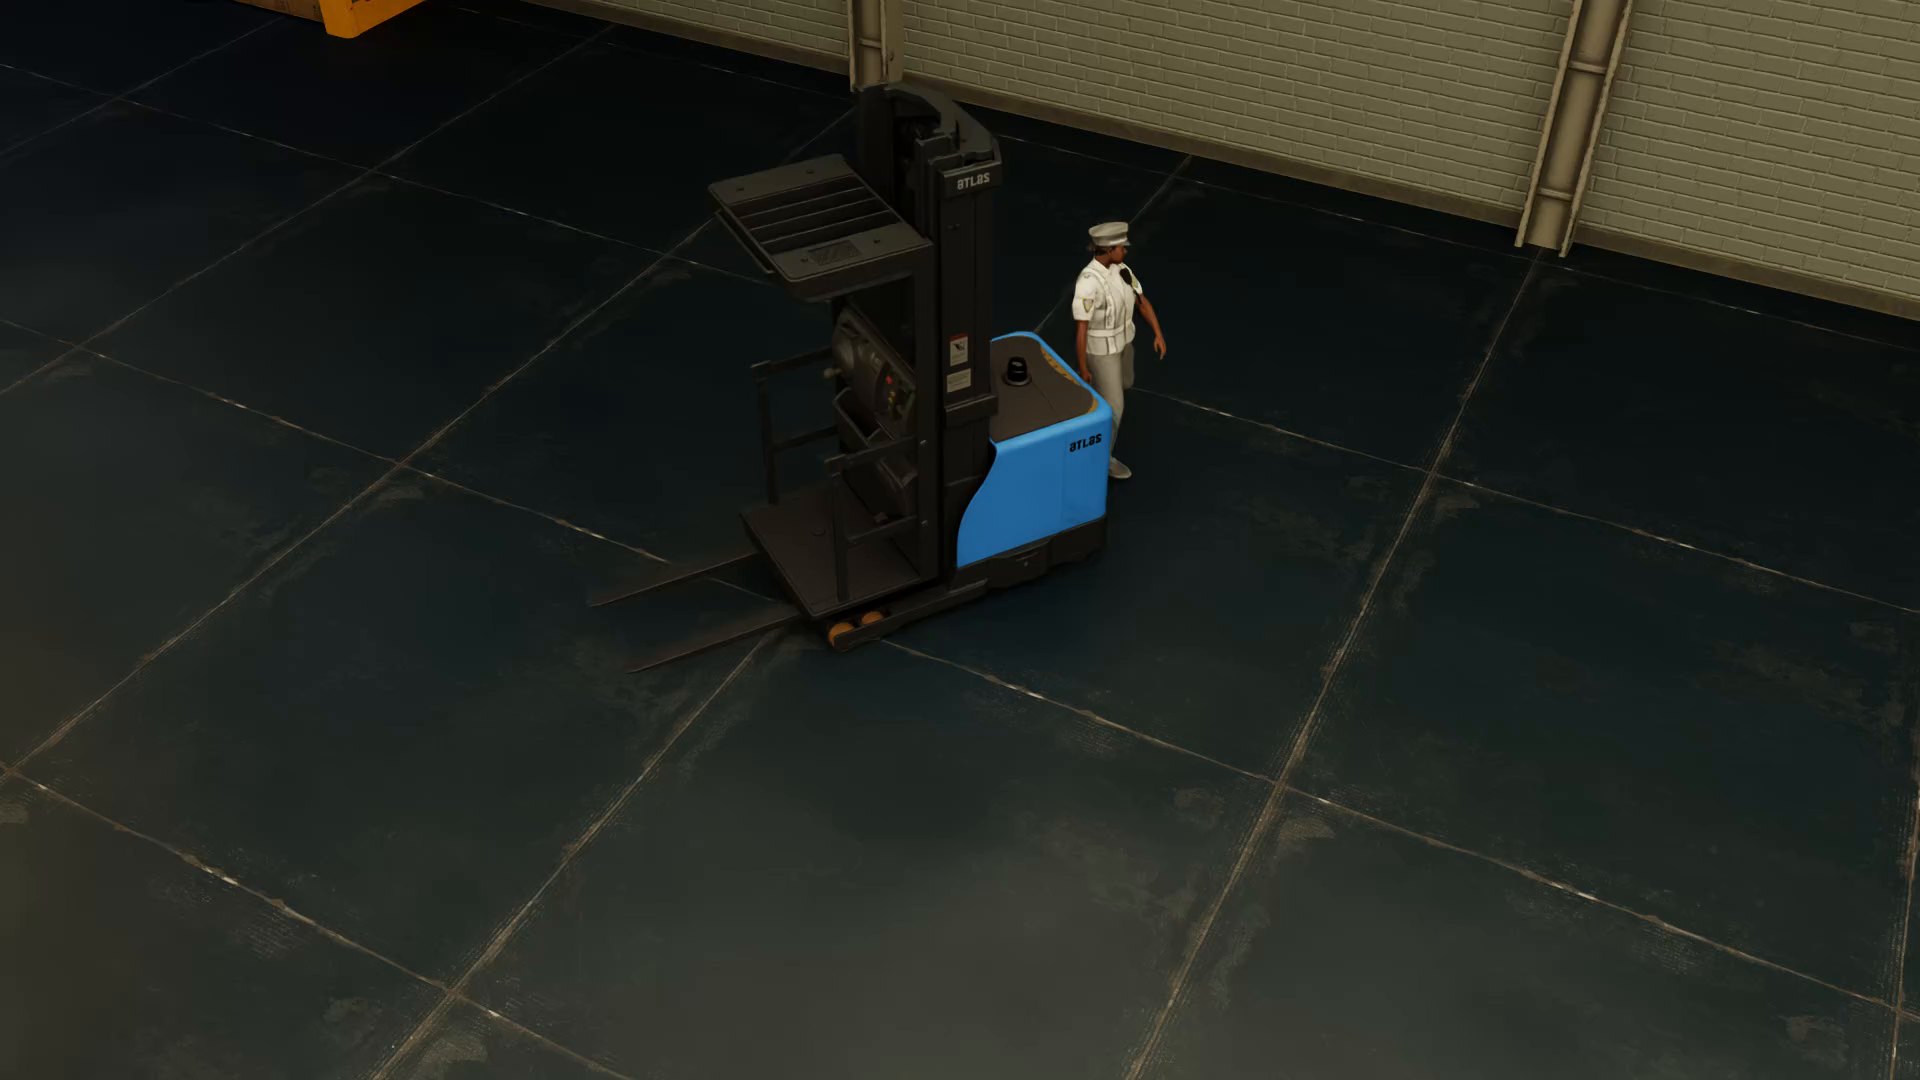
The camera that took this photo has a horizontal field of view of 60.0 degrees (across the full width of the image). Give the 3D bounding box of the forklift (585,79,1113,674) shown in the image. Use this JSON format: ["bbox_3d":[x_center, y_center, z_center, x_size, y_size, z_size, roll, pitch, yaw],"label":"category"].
[{"bbox_3d":[-0.655,-0.875,9.026,3.031,2.935,1.130,-19,44,-21],"label":"forklift"}]

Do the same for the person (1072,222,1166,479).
[{"bbox_3d":[0.917,-1.193,10.396,0.752,1.563,0.643,21,45,23],"label":"person"}]
